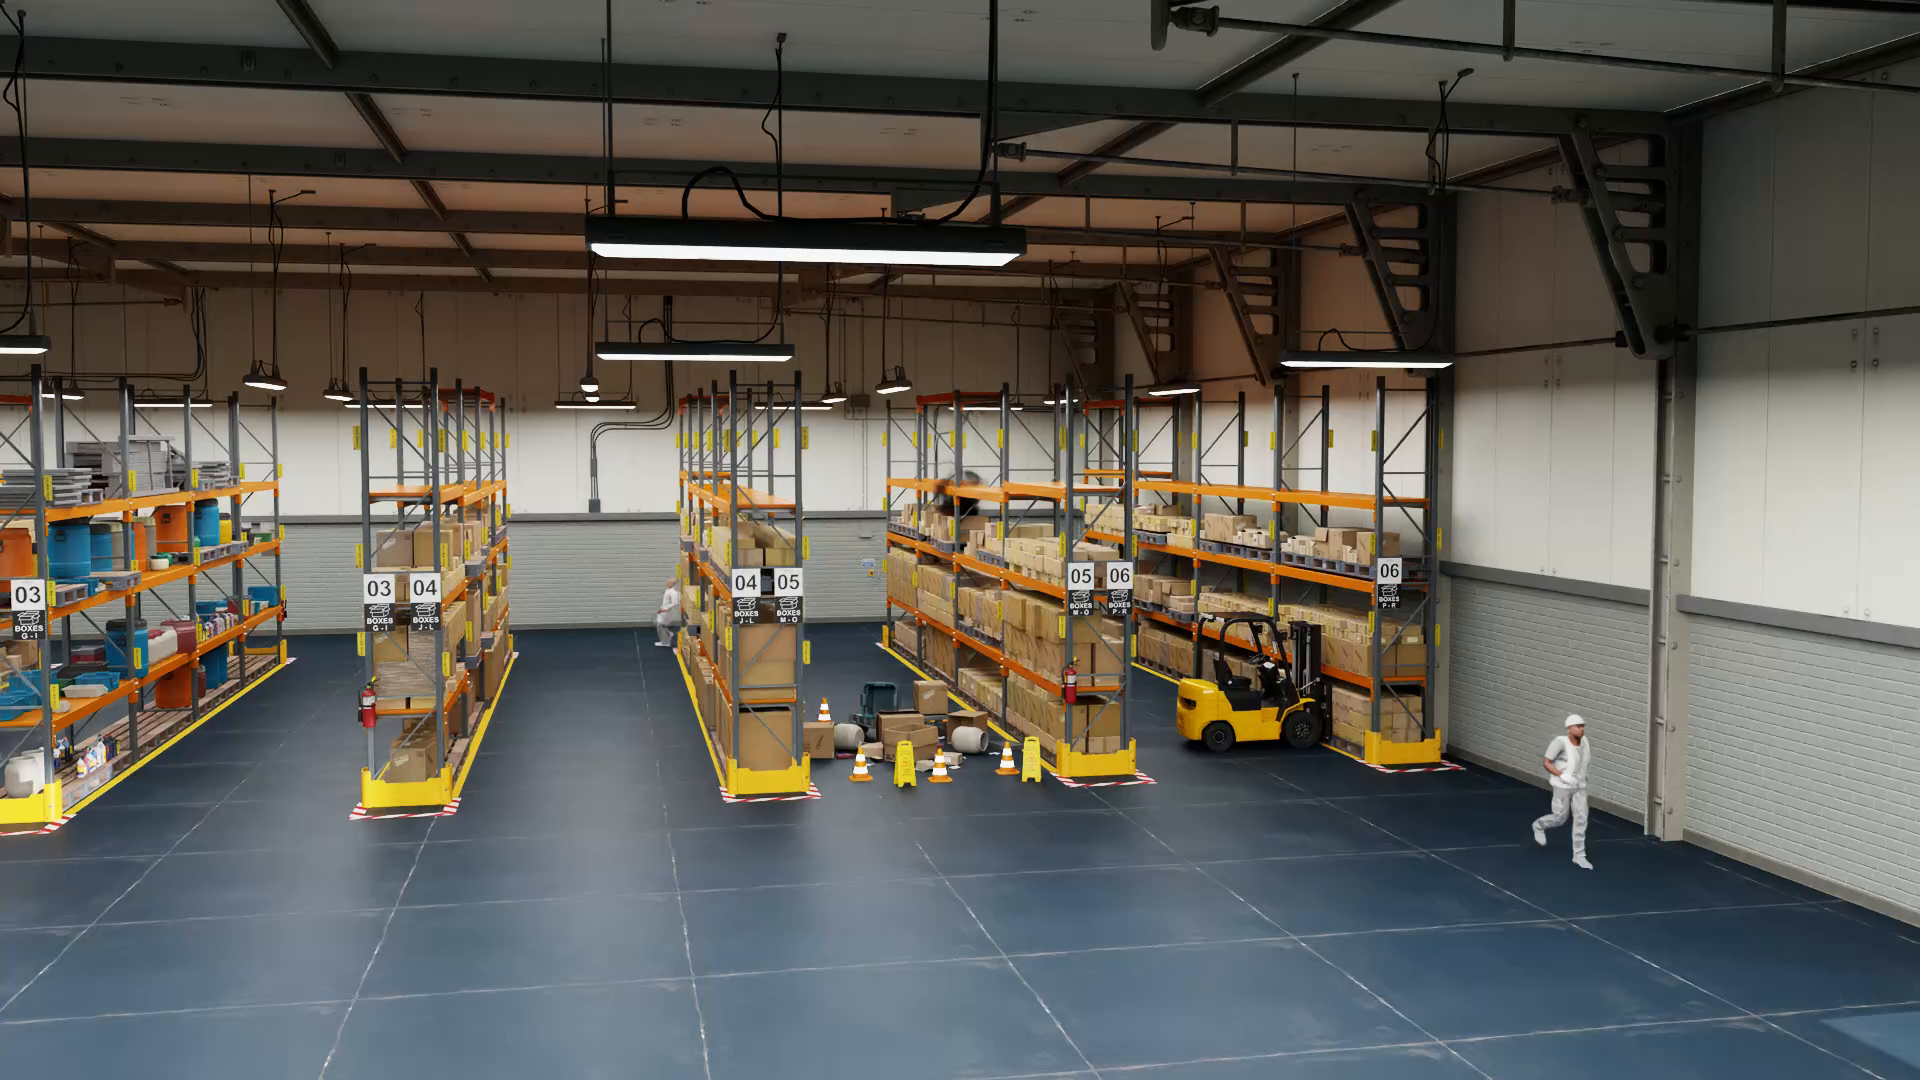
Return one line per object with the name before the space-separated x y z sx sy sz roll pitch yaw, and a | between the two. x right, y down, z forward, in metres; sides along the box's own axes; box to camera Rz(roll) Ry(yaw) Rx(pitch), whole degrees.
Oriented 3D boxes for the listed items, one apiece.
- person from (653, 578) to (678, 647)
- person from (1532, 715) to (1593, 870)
person | -7.138 1.757 40.264 0.544 1.687 0.771 -1 4 -17
person | 7.221 2.943 19.801 0.707 1.770 0.986 -2 4 -24
